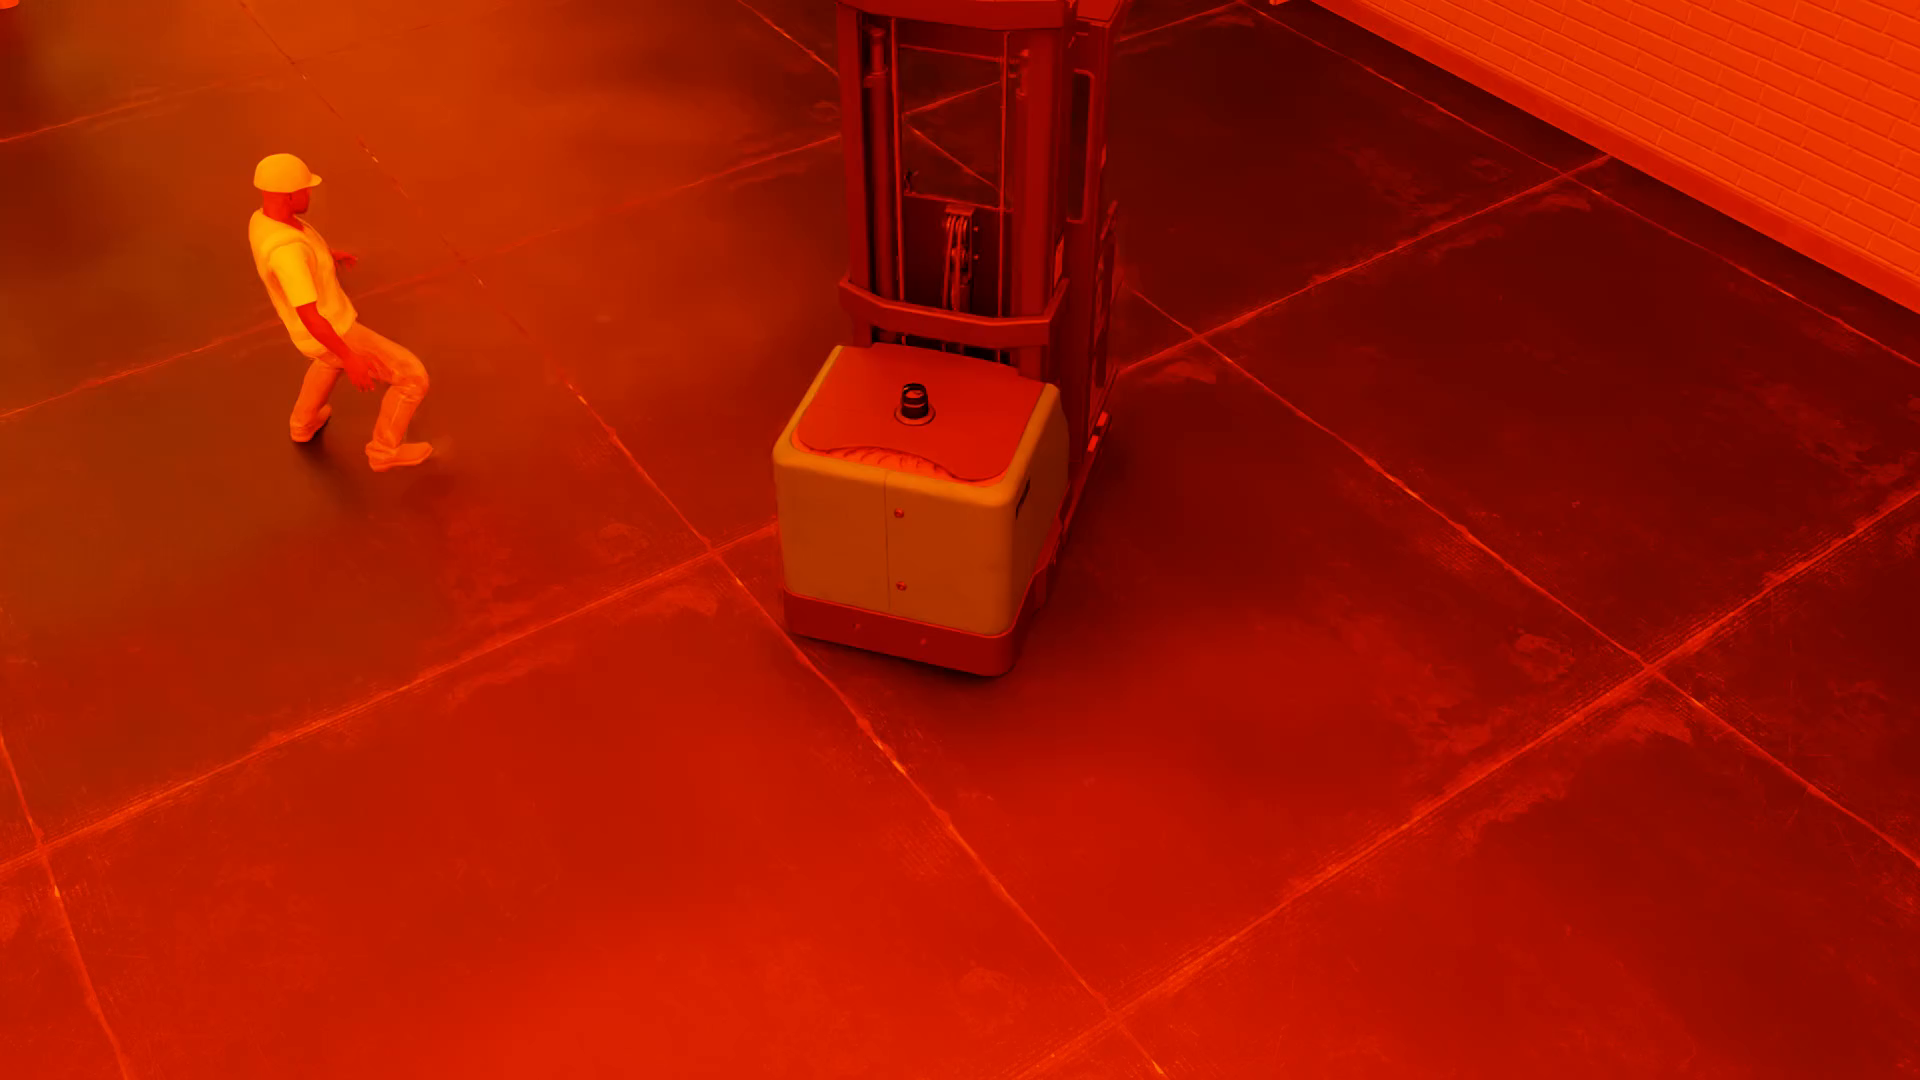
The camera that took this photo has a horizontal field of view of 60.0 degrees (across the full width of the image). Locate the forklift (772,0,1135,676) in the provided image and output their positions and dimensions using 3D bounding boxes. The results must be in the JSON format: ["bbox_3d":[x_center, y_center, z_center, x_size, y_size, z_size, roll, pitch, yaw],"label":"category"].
[{"bbox_3d":[0.139,-1.506,7.350,1.130,2.935,3.031,12,44,12],"label":"forklift"}]

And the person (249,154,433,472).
[{"bbox_3d":[-2.990,-1.081,7.865,0.668,1.638,1.016,-20,46,-20],"label":"person"}]
